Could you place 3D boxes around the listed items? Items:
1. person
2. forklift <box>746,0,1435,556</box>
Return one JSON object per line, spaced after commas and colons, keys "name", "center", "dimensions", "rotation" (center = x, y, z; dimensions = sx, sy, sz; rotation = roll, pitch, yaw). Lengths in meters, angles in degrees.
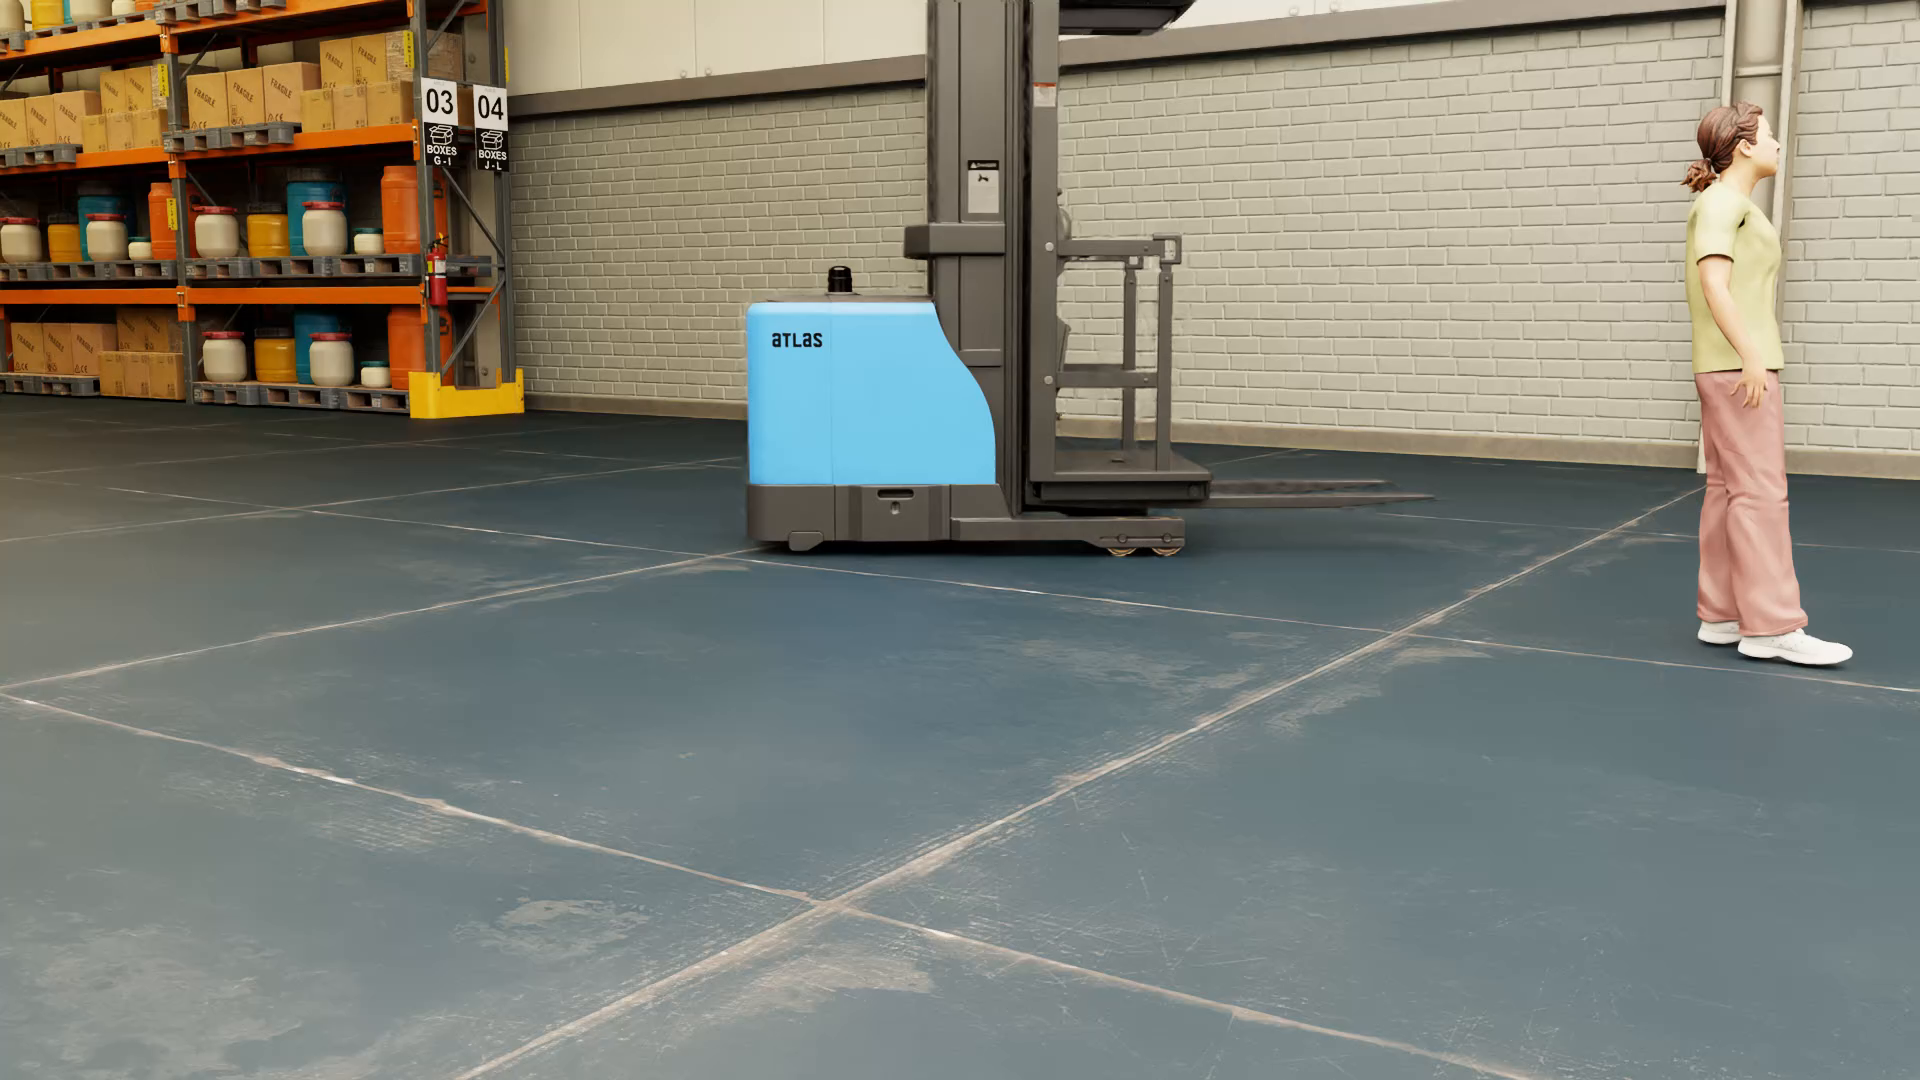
{"name": "person", "center": [2.471, -0.499, 5.111], "dimensions": [0.548, 1.673, 0.554], "rotation": [3, 9, 23]}
{"name": "forklift", "center": [0.578, -1.457, 7.439], "dimensions": [3.031, 2.935, 1.130], "rotation": [0, 8, -3]}
